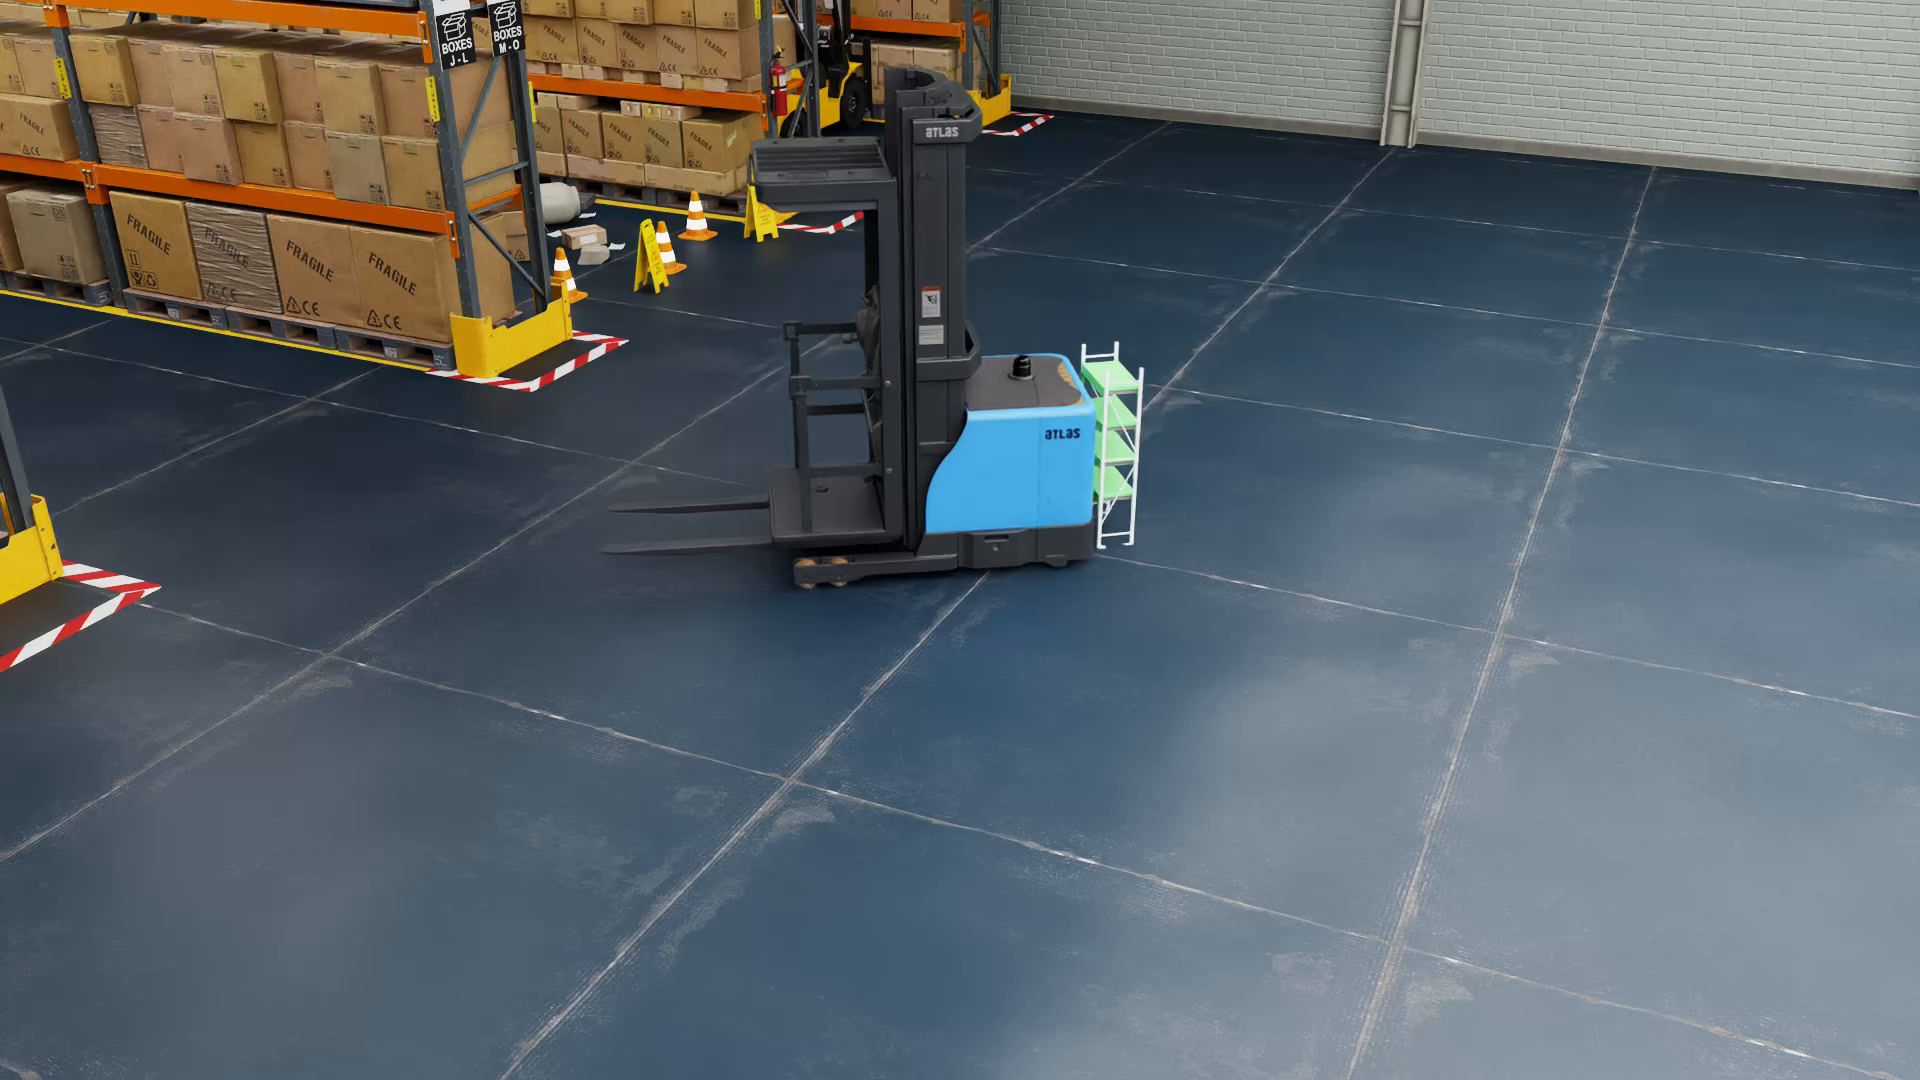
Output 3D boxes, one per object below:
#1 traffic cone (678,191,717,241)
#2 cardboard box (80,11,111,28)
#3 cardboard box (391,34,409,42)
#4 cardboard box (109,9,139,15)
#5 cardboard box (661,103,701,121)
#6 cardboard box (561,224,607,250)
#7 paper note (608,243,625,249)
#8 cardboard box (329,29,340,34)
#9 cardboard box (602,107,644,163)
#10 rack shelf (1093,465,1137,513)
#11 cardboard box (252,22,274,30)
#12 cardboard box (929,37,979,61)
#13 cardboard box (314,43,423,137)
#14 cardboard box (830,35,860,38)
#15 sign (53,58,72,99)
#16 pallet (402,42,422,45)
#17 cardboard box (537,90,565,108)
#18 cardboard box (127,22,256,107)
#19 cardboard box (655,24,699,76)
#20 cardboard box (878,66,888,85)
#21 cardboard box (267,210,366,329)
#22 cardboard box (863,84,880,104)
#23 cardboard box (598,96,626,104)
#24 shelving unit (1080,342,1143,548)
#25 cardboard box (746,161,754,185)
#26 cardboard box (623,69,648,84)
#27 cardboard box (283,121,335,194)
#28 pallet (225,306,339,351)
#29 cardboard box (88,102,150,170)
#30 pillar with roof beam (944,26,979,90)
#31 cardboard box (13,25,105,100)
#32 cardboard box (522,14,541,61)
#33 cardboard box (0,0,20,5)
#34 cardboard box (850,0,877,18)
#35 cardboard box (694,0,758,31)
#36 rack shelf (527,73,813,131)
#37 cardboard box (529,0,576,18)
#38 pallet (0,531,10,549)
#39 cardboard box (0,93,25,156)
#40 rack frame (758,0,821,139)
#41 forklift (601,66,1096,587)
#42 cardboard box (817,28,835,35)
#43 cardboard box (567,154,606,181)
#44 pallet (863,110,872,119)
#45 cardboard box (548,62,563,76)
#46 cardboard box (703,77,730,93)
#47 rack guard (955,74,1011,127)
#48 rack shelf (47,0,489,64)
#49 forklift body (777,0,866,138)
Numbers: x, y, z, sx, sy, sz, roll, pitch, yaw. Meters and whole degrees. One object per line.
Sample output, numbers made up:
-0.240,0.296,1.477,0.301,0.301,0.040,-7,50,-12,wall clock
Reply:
-2.695,-3.336,17.001,0.334,0.463,0.336,11,28,22,traffic cone
-10.543,-6.483,20.692,0.500,0.250,0.500,11,28,21,cardboard box
-6.226,-5.759,18.861,0.250,0.149,0.380,10,28,20,cardboard box
-10.067,-6.612,20.388,0.500,0.250,0.500,11,28,20,cardboard box
-2.969,-4.578,17.706,0.250,0.149,0.380,12,29,23,cardboard box
-3.798,-3.062,16.801,0.380,0.149,0.250,-18,31,-31,cardboard box
-3.454,-2.954,16.716,0.142,0.019,0.148,2,26,4,paper note
-7.114,-5.986,19.321,0.250,0.149,0.380,10,28,20,cardboard box
-3.540,-4.436,18.152,0.500,0.500,0.500,11,28,21,cardboard box
0.941,-0.334,10.755,0.258,0.148,0.480,-6,27,-12,rack shelf
-8.118,-6.126,19.605,0.250,0.149,0.380,12,28,22,cardboard box
-0.078,-6.478,22.017,0.500,0.250,0.500,11,28,21,cardboard box
-4.587,-3.604,13.281,0.550,0.550,0.875,11,28,22,cardboard box
-1.656,-6.547,22.158,0.500,0.250,0.500,11,28,21,cardboard box
-7.584,-3.900,14.055,0.005,0.325,0.100,11,28,22,sign
-6.046,-5.757,19.265,1.213,0.211,1.003,11,28,22,pallet
-4.428,-4.871,18.301,0.250,0.149,0.380,13,29,24,cardboard box
-6.498,-4.053,14.194,0.550,0.550,0.875,11,28,22,cardboard box
-2.832,-5.174,17.413,0.500,0.500,0.500,11,28,22,cardboard box
-0.743,-6.149,21.915,0.500,0.250,0.500,11,28,21,cardboard box
-5.173,-2.398,14.154,0.875,0.875,0.875,11,28,21,cardboard box
-1.177,-6.014,22.206,0.500,0.250,0.500,12,29,22,cardboard box
-3.833,-4.751,18.793,0.500,0.500,0.500,13,29,24,cardboard box
0.943,-0.606,10.621,0.258,1.200,0.503,-6,27,-12,shelving unit
-2.390,-4.127,18.375,0.500,0.250,0.500,11,28,21,cardboard box
-3.392,-4.989,17.772,0.250,0.149,0.380,11,28,21,cardboard box
-5.051,-3.267,13.819,0.550,0.550,0.875,11,28,22,cardboard box
-5.594,-1.992,14.558,1.213,0.211,1.003,11,28,22,pallet
-7.027,-3.641,14.580,0.550,0.550,0.875,11,28,22,cardboard box
-1.761,-8.361,17.544,0.400,9.000,9.100,11,28,22,pillar with roof beam
-7.822,-4.218,14.677,0.500,0.500,0.700,11,28,21,cardboard box
-4.659,-5.549,18.174,0.500,0.500,0.500,11,28,22,cardboard box
-11.923,-6.987,21.149,0.500,0.250,0.500,12,29,23,cardboard box
-1.210,-7.132,21.726,0.500,0.500,0.500,11,28,21,cardboard box
-2.325,-5.546,17.037,0.500,0.500,0.700,11,28,21,cardboard box
-3.590,-4.957,18.236,4.000,0.370,1.077,11,28,22,rack shelf
-4.198,-5.900,17.755,0.500,0.500,0.700,11,28,21,cardboard box
-6.666,0.145,10.216,1.213,0.211,1.003,11,28,22,pallet
-8.414,-3.762,14.881,0.500,0.500,0.500,11,28,21,cardboard box
-1.770,-4.914,17.335,0.127,3.000,1.000,11,28,22,rack frame
-0.724,-1.274,10.020,3.031,2.935,1.130,-3,26,-7,forklift
-1.909,-6.848,22.770,0.500,0.250,0.500,12,28,22,cardboard box
-4.011,-4.195,18.511,0.500,0.250,0.500,11,28,21,cardboard box
-1.539,-6.006,22.710,1.213,0.211,1.003,11,28,22,pallet
-4.285,-5.189,18.178,0.250,0.149,0.380,11,28,22,cardboard box
-2.475,-4.785,17.358,0.250,0.149,0.380,11,28,21,cardboard box
0.303,-5.785,21.933,0.348,0.500,1.175,11,28,22,rack guard
-5.547,-4.294,13.494,4.000,0.370,1.077,11,28,22,rack shelf
-2.200,-6.143,20.792,1.214,2.155,2.313,11,28,22,forklift body
